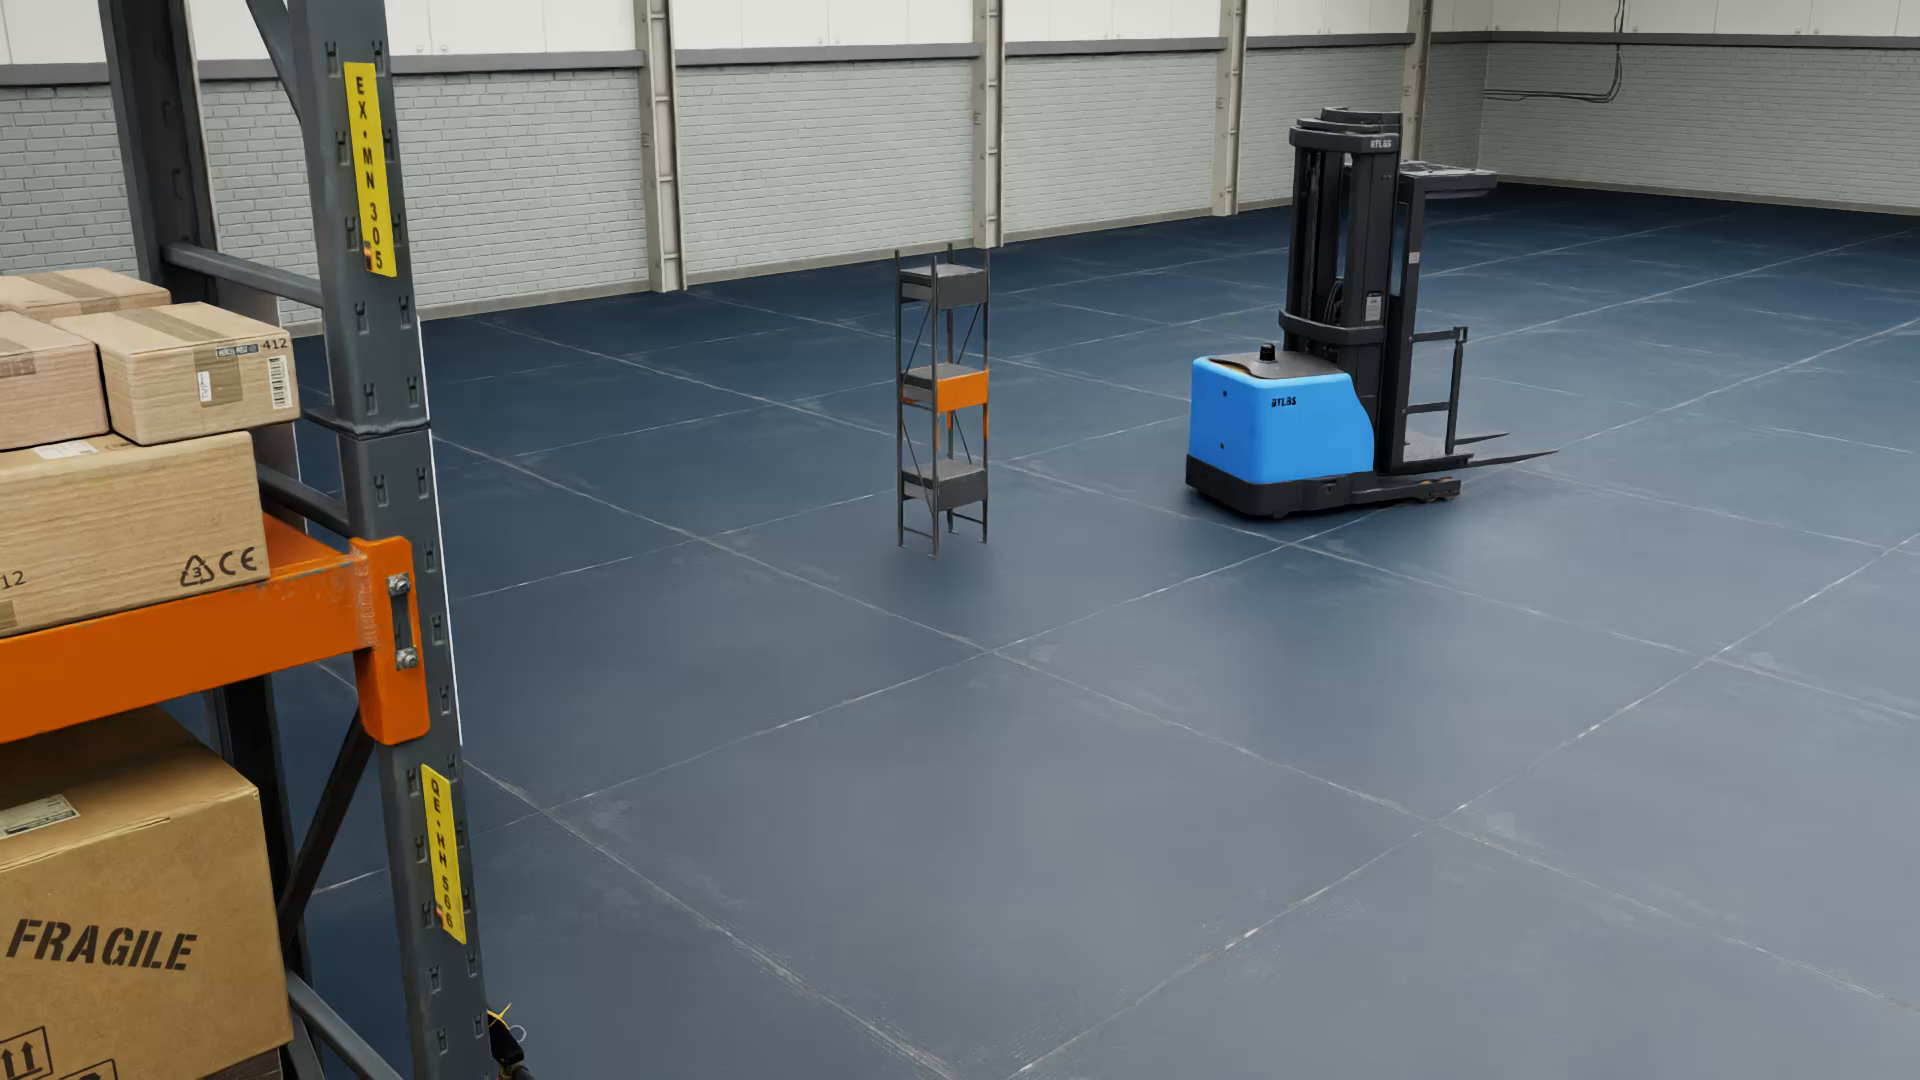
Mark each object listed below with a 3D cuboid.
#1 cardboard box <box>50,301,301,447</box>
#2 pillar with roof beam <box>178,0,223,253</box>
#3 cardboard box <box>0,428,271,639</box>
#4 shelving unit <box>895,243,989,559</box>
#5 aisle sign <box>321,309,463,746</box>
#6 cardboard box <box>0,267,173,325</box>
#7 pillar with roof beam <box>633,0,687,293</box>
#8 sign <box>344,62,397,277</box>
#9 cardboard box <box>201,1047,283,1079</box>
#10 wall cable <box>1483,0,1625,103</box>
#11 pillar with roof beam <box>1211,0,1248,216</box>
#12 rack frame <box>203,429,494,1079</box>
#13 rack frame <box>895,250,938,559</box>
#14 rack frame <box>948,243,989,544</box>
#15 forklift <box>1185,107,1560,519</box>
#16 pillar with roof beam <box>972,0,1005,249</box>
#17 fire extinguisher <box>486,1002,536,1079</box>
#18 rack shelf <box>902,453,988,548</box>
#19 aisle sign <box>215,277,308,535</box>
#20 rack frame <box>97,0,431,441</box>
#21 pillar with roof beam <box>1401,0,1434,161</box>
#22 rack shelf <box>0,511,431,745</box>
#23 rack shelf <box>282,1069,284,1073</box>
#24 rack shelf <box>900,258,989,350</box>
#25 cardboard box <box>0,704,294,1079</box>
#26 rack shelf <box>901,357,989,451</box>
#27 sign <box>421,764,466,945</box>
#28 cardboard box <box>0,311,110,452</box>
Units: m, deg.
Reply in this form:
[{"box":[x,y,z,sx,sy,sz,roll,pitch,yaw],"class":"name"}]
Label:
[{"box":[-1.282,-0.278,2.713,0.250,0.149,0.380,-16,24,-41],"class":"cardboard box"},{"box":[-5.324,-5.409,14.078,0.400,9.000,9.100,-16,24,-41],"class":"pillar with roof beam"},{"box":[-1.470,-0.058,2.681,0.500,0.250,0.500,-16,24,-40],"class":"cardboard box"},{"box":[-0.120,-0.964,11.553,0.503,2.100,0.431,-16,24,-41],"class":"shelving unit"},{"box":[-1.043,-0.045,3.044,0.004,0.787,0.394,-16,24,-41],"class":"aisle sign"},{"box":[-1.653,-0.401,3.090,0.250,0.149,0.380,-16,24,-41],"class":"cardboard box"},{"box":[-0.964,-6.681,17.999,0.400,9.000,9.100,-16,24,-41],"class":"pillar with roof beam"},{"box":[-0.928,-0.581,2.615,0.005,0.325,0.100,-16,24,-41],"class":"sign"},{"box":[-1.713,1.059,3.210,0.500,0.500,0.875,-16,24,-41],"class":"cardboard box"},{"box":[12.206,-10.310,34.229,0.112,2.526,3.097,-16,24,-41],"class":"wall cable"},{"box":[7.755,-9.223,25.842,0.400,9.000,9.100,-16,24,-41],"class":"pillar with roof beam"},{"box":[-1.294,1.138,3.611,0.127,3.000,1.000,-16,24,-41],"class":"rack frame"},{"box":[-0.298,-0.912,11.393,0.015,2.100,0.400,-16,24,-41],"class":"rack frame"},{"box":[0.057,-1.015,11.712,0.015,2.100,0.400,-16,24,-41],"class":"rack frame"},{"box":[3.350,-1.826,12.865,3.031,2.935,1.130,-7,19,-22],"class":"forklift"},{"box":[3.396,-7.952,21.921,0.400,9.000,9.100,-16,24,-41],"class":"pillar with roof beam"},{"box":[-0.895,1.254,3.380,0.183,0.674,0.296,-16,24,-41],"class":"fire extinguisher"},{"box":[-0.120,-0.285,11.773,0.480,0.518,0.431,-16,24,-41],"class":"rack shelf"},{"box":[-1.455,-0.179,3.458,0.004,0.787,0.394,-16,24,-41],"class":"aisle sign"},{"box":[-1.294,-1.716,2.686,0.127,3.000,1.000,-16,24,-41],"class":"rack frame"},{"box":[12.115,-10.495,29.763,0.400,9.000,9.100,-16,24,-41],"class":"pillar with roof beam"},{"box":[-2.748,0.477,1.953,4.000,0.370,1.077,-16,24,-41],"class":"rack shelf"},{"box":[-2.748,1.904,2.415,4.000,0.370,1.077,-16,24,-41],"class":"rack shelf"},{"box":[-0.120,-1.617,11.341,0.480,0.518,0.431,-16,24,-41],"class":"rack shelf"},{"box":[-1.524,0.645,2.866,0.500,0.500,0.500,-16,24,-41],"class":"cardboard box"},{"box":[-0.120,-0.951,11.557,0.480,0.518,0.431,-16,24,-41],"class":"rack shelf"},{"box":[-0.928,0.565,2.987,0.005,0.325,0.100,-16,24,-41],"class":"sign"},{"box":[-1.551,-0.250,2.624,0.380,0.149,0.250,17,25,42],"class":"cardboard box"}]
